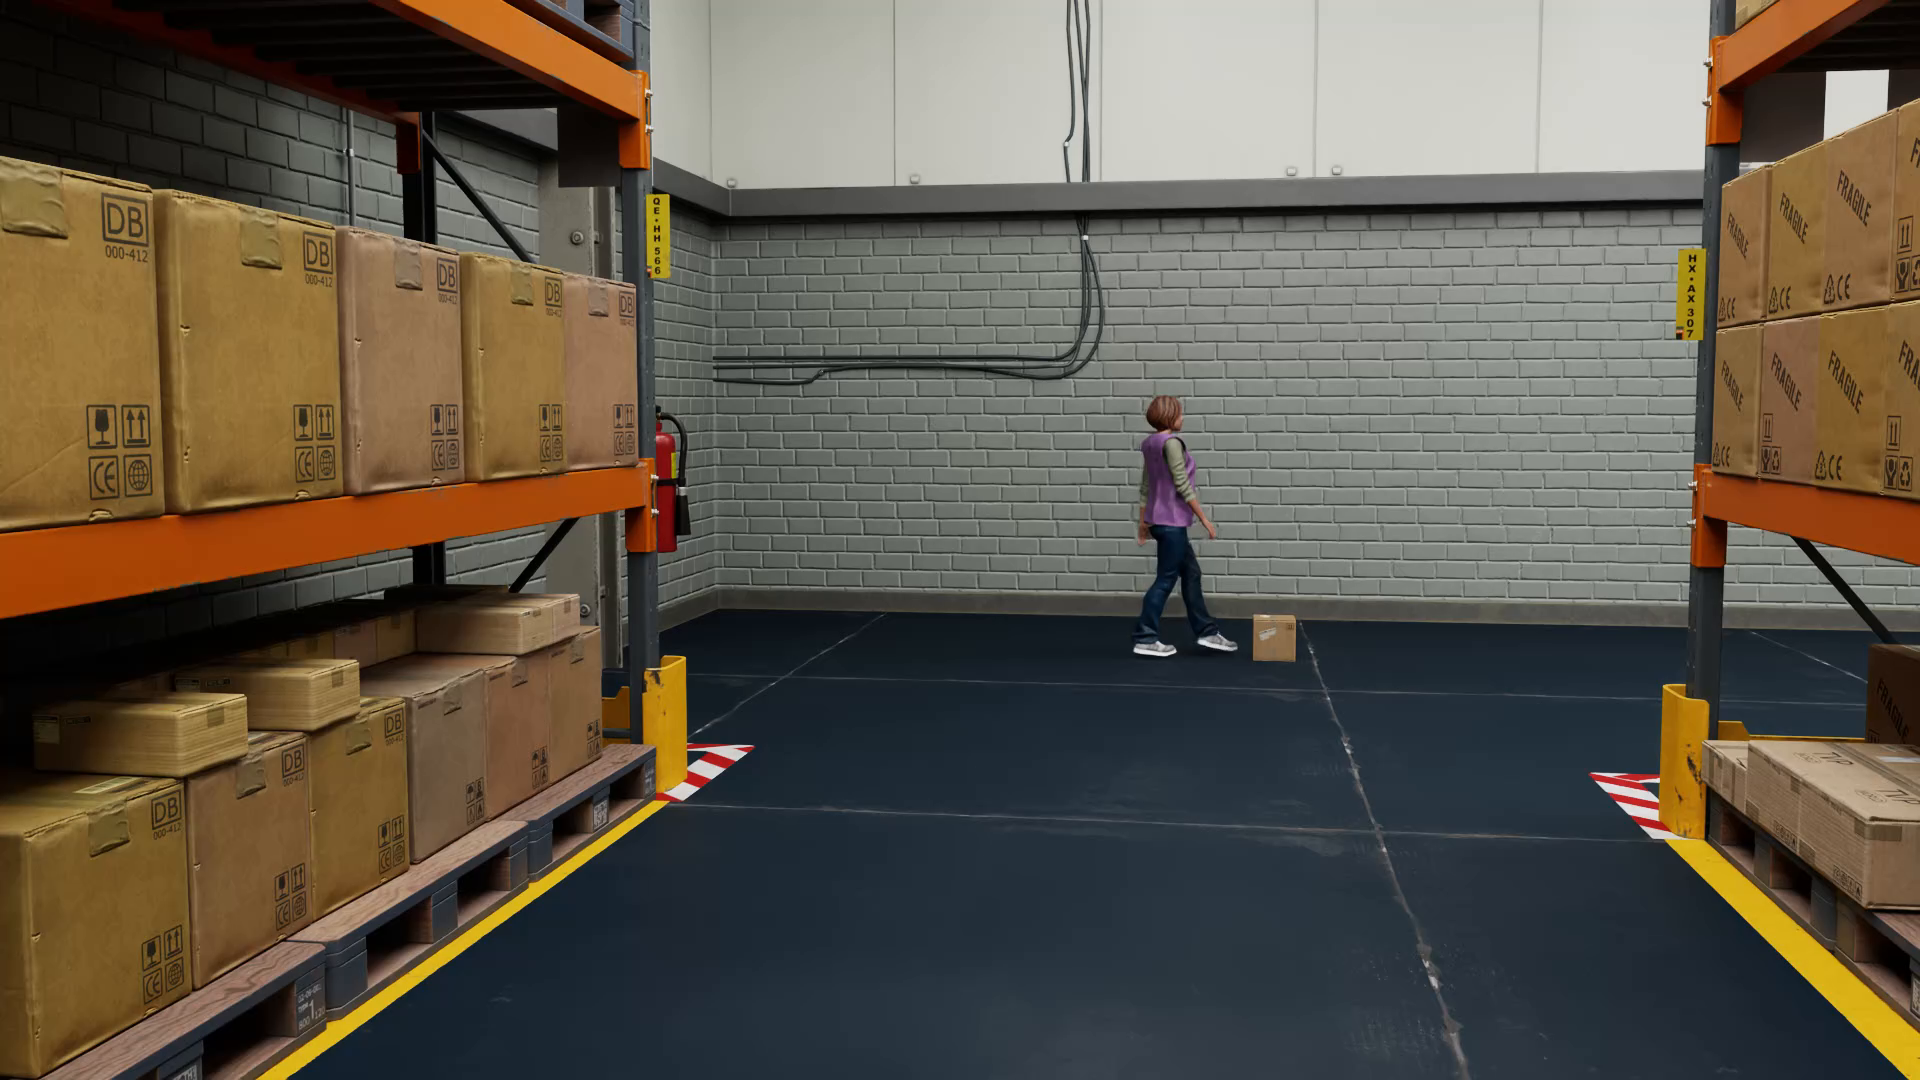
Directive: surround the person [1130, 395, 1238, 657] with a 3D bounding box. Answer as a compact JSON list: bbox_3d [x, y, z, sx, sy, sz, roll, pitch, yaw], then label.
[{"bbox_3d":[1.384,-0.085,10.074,0.718,1.582,0.470,-1,5,-9],"label":"person"}]
